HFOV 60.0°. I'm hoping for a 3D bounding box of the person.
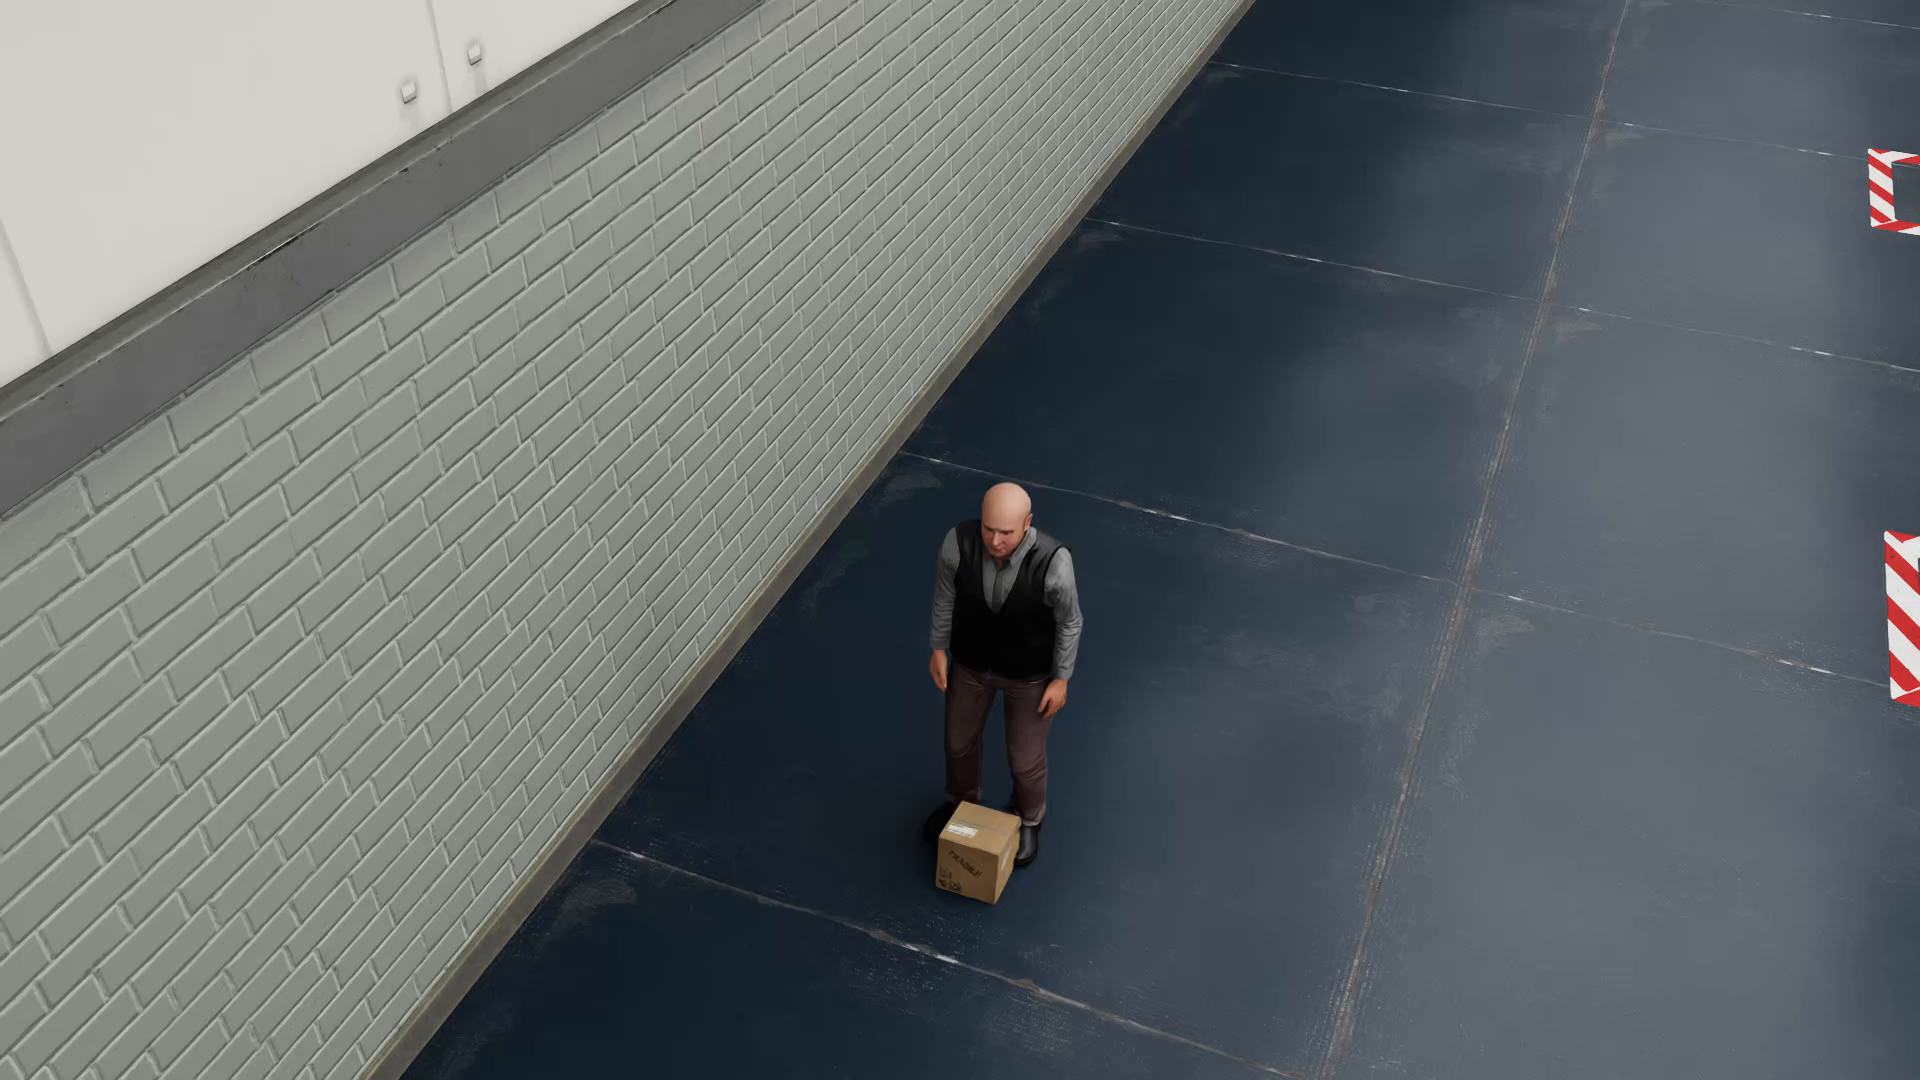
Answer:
[{"bbox_3d":[0.166,0.465,6.227,0.570,1.721,0.421,13,39,17],"label":"person"}]
